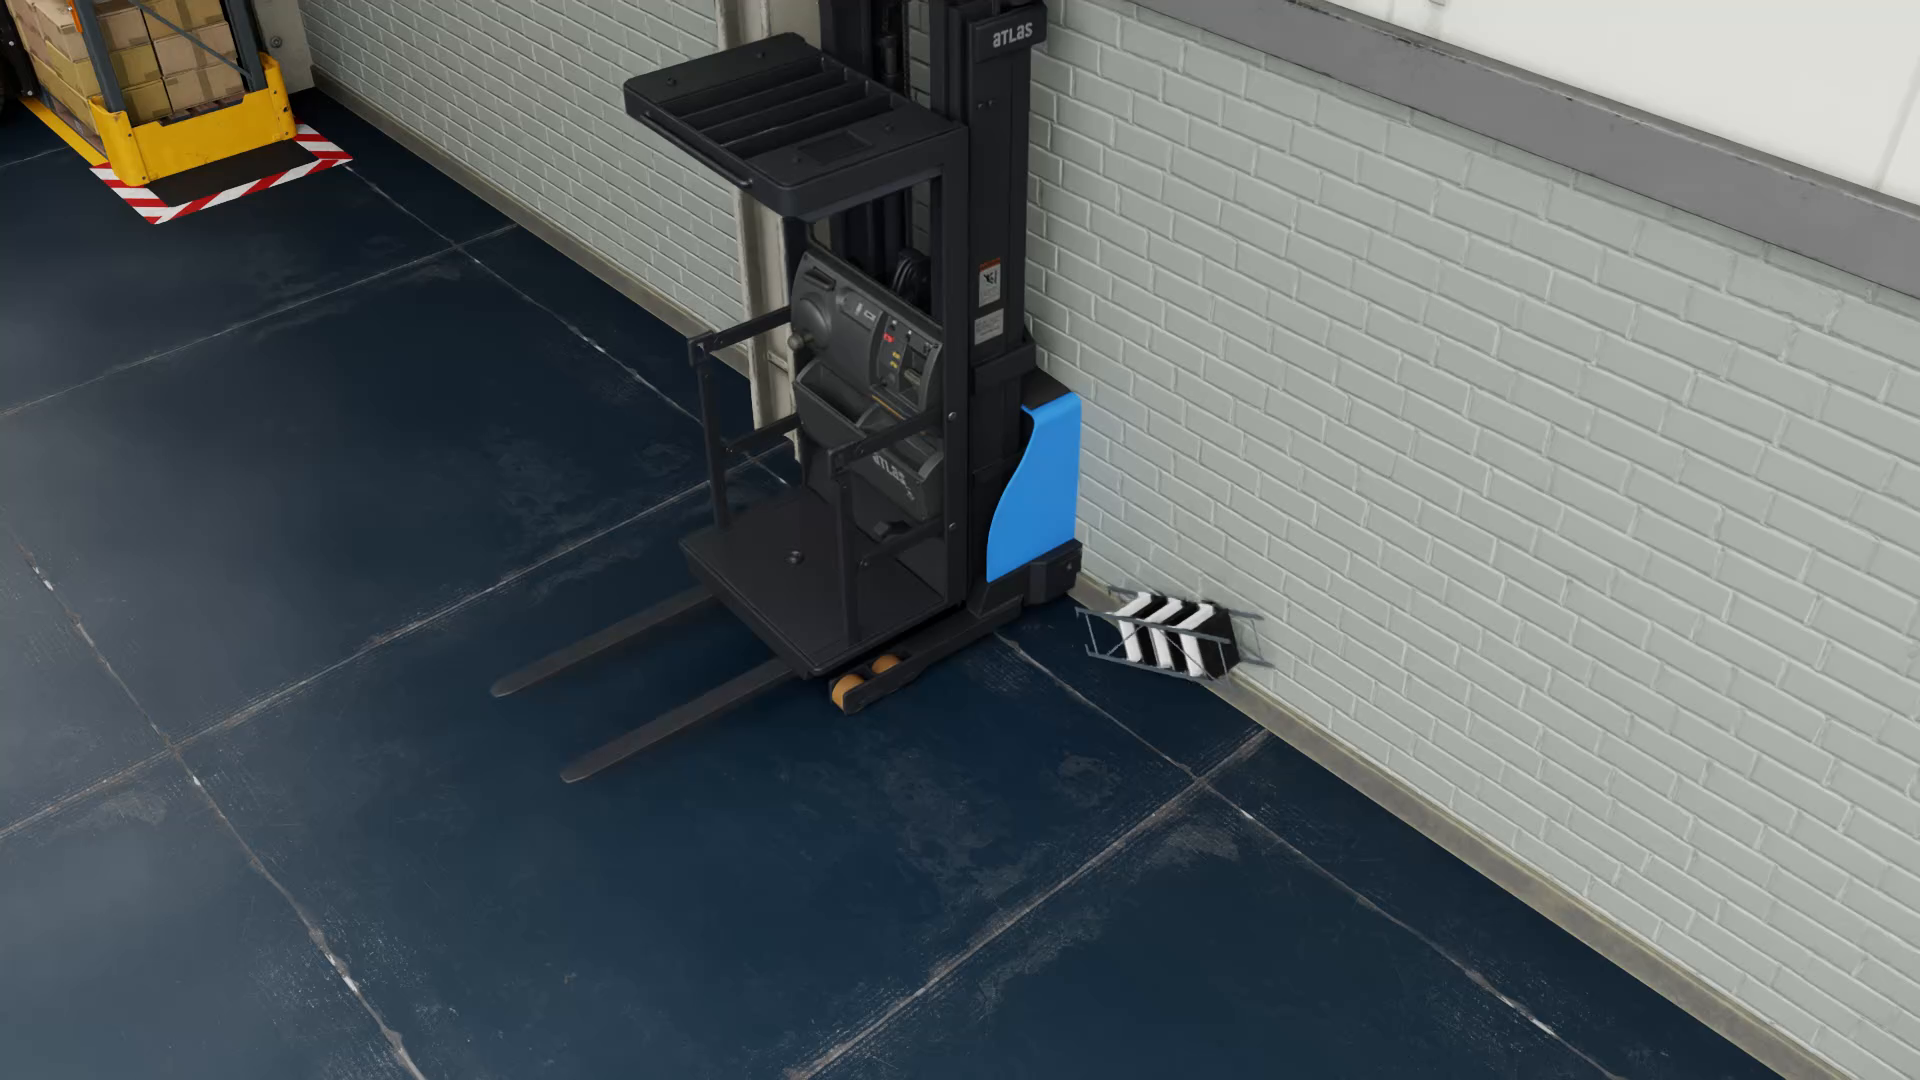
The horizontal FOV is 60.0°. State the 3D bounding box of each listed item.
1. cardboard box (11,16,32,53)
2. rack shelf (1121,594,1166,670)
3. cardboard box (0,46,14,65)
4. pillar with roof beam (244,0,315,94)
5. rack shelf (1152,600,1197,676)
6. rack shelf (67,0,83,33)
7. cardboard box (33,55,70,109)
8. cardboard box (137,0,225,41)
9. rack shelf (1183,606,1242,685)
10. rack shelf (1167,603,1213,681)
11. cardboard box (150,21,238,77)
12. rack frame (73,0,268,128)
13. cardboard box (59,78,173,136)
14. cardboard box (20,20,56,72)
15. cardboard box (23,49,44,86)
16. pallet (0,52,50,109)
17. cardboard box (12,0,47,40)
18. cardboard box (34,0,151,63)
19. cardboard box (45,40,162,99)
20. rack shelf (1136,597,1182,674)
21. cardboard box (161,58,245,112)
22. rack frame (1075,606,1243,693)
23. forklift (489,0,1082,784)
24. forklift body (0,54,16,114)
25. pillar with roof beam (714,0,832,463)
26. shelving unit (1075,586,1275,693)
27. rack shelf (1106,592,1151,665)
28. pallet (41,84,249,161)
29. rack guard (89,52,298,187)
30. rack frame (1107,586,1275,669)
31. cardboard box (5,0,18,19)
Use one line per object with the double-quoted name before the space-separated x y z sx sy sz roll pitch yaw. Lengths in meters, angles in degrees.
"cardboard box" -6.333 -3.632 11.524 0.500 0.250 0.500 -31 48 -33
"rack shelf" 0.808 0.389 7.054 0.200 0.258 0.077 -30 24 -32
"cardboard box" -6.657 -3.662 11.959 0.500 0.250 0.500 -28 47 -30
"pillar with roof beam" -8.056 -4.995 6.980 9.100 9.000 0.400 -30 48 -32
"rack shelf" 0.919 0.410 6.914 0.200 0.258 0.077 -30 24 -32
"rack shelf" -6.431 -4.431 11.629 1.077 0.370 4.000 -30 48 -32
"cardboard box" -5.958 -3.196 11.382 0.500 0.250 0.500 -30 48 -32
"cardboard box" -5.264 -3.571 11.050 0.500 0.250 0.500 -31 48 -32
"rack shelf" 1.030 0.430 6.774 0.200 0.258 0.077 -30 24 -32
"rack shelf" 0.975 0.420 6.844 0.200 0.258 0.077 -30 24 -32
"cardboard box" -5.243 -3.379 11.211 0.500 0.250 0.500 -29 47 -31
"rack frame" -5.078 -3.785 10.257 1.000 3.000 0.127 -30 48 -32
"cardboard box" -5.629 -2.962 11.092 0.500 0.250 0.500 -30 47 -31
"cardboard box" -5.969 -3.402 11.239 0.500 0.250 0.500 -30 48 -32
"cardboard box" -6.290 -3.431 11.673 0.500 0.250 0.500 -29 47 -31
"pallet" -6.447 -3.601 12.248 1.003 0.211 1.213 -30 48 -32
"cardboard box" -5.969 -3.582 11.064 0.500 0.250 0.500 -29 47 -31
"cardboard box" -5.619 -3.348 10.775 0.500 0.250 0.500 -28 47 -30
"cardboard box" -5.638 -3.166 10.946 0.500 0.250 0.500 -31 48 -32
"rack shelf" 0.863 0.399 6.984 0.200 0.258 0.077 -30 24 -32
"cardboard box" -5.266 -3.189 11.373 0.500 0.250 0.500 -30 48 -32
"rack frame" 0.809 0.446 6.905 0.006 0.240 0.900 -30 24 -32
"forklift" -0.550 -0.784 6.595 3.031 2.935 1.130 -27 46 -29
"forklift body" -7.704 -3.557 10.650 2.313 2.155 1.214 -30 48 -32
"pillar with roof beam" -3.998 -2.218 3.542 9.100 9.000 0.400 -30 48 -32
"shelving unit" 0.884 0.403 6.958 0.210 0.258 0.900 -30 24 -32
"rack shelf" 0.752 0.379 7.124 0.200 0.258 0.077 -30 24 -32
"pallet" -5.626 -3.036 11.549 1.003 0.211 1.213 -30 48 -32
"rack guard" -5.062 -2.801 11.029 1.175 0.500 0.348 -30 48 -32
"rack frame" 0.959 0.360 7.011 0.006 0.240 0.900 -30 24 -32
"cardboard box" -6.318 -3.811 11.348 0.500 0.250 0.500 -29 47 -31
